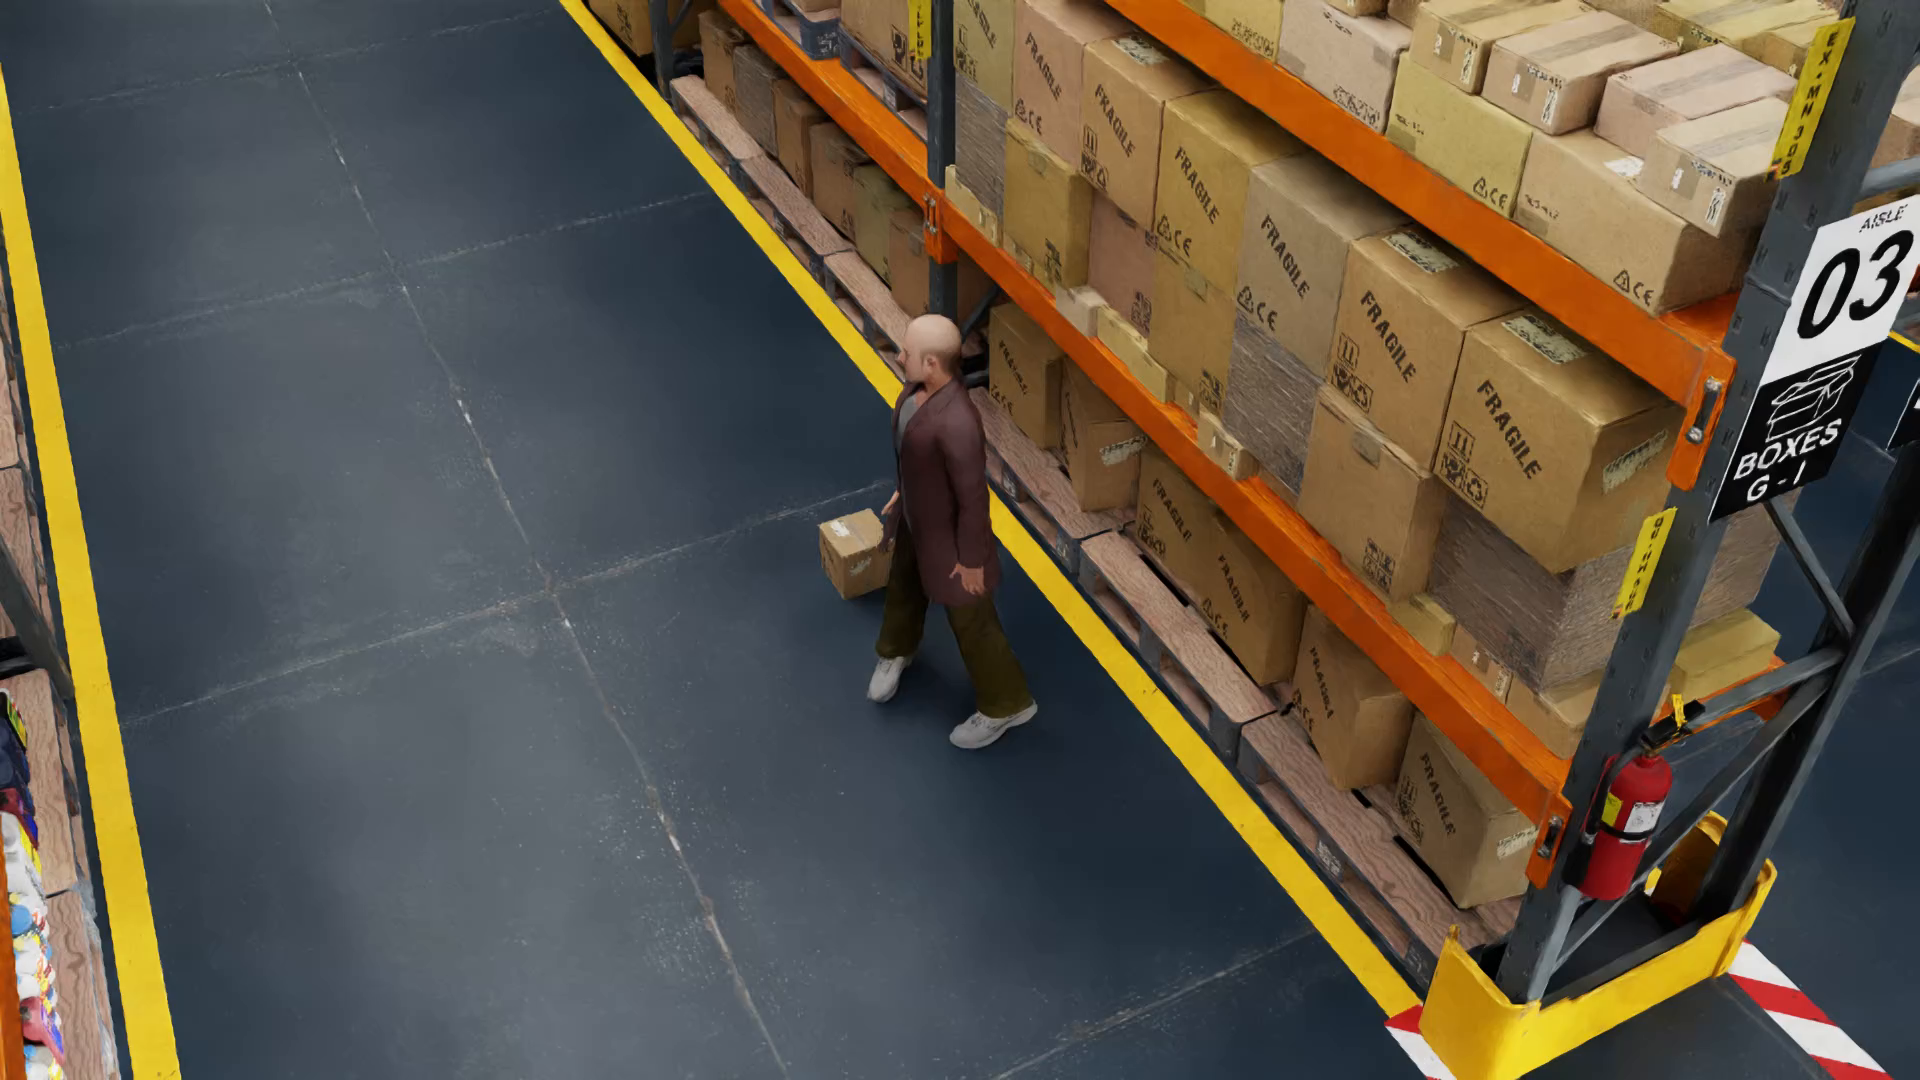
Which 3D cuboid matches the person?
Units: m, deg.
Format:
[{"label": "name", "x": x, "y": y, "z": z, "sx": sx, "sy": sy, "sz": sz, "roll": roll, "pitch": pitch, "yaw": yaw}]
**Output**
[{"label": "person", "x": -0.063, "y": -0.036, "z": 6.213, "sx": 0.627, "sy": 1.787, "sz": 0.649, "roll": -12, "pitch": 42, "yaw": -13}]
